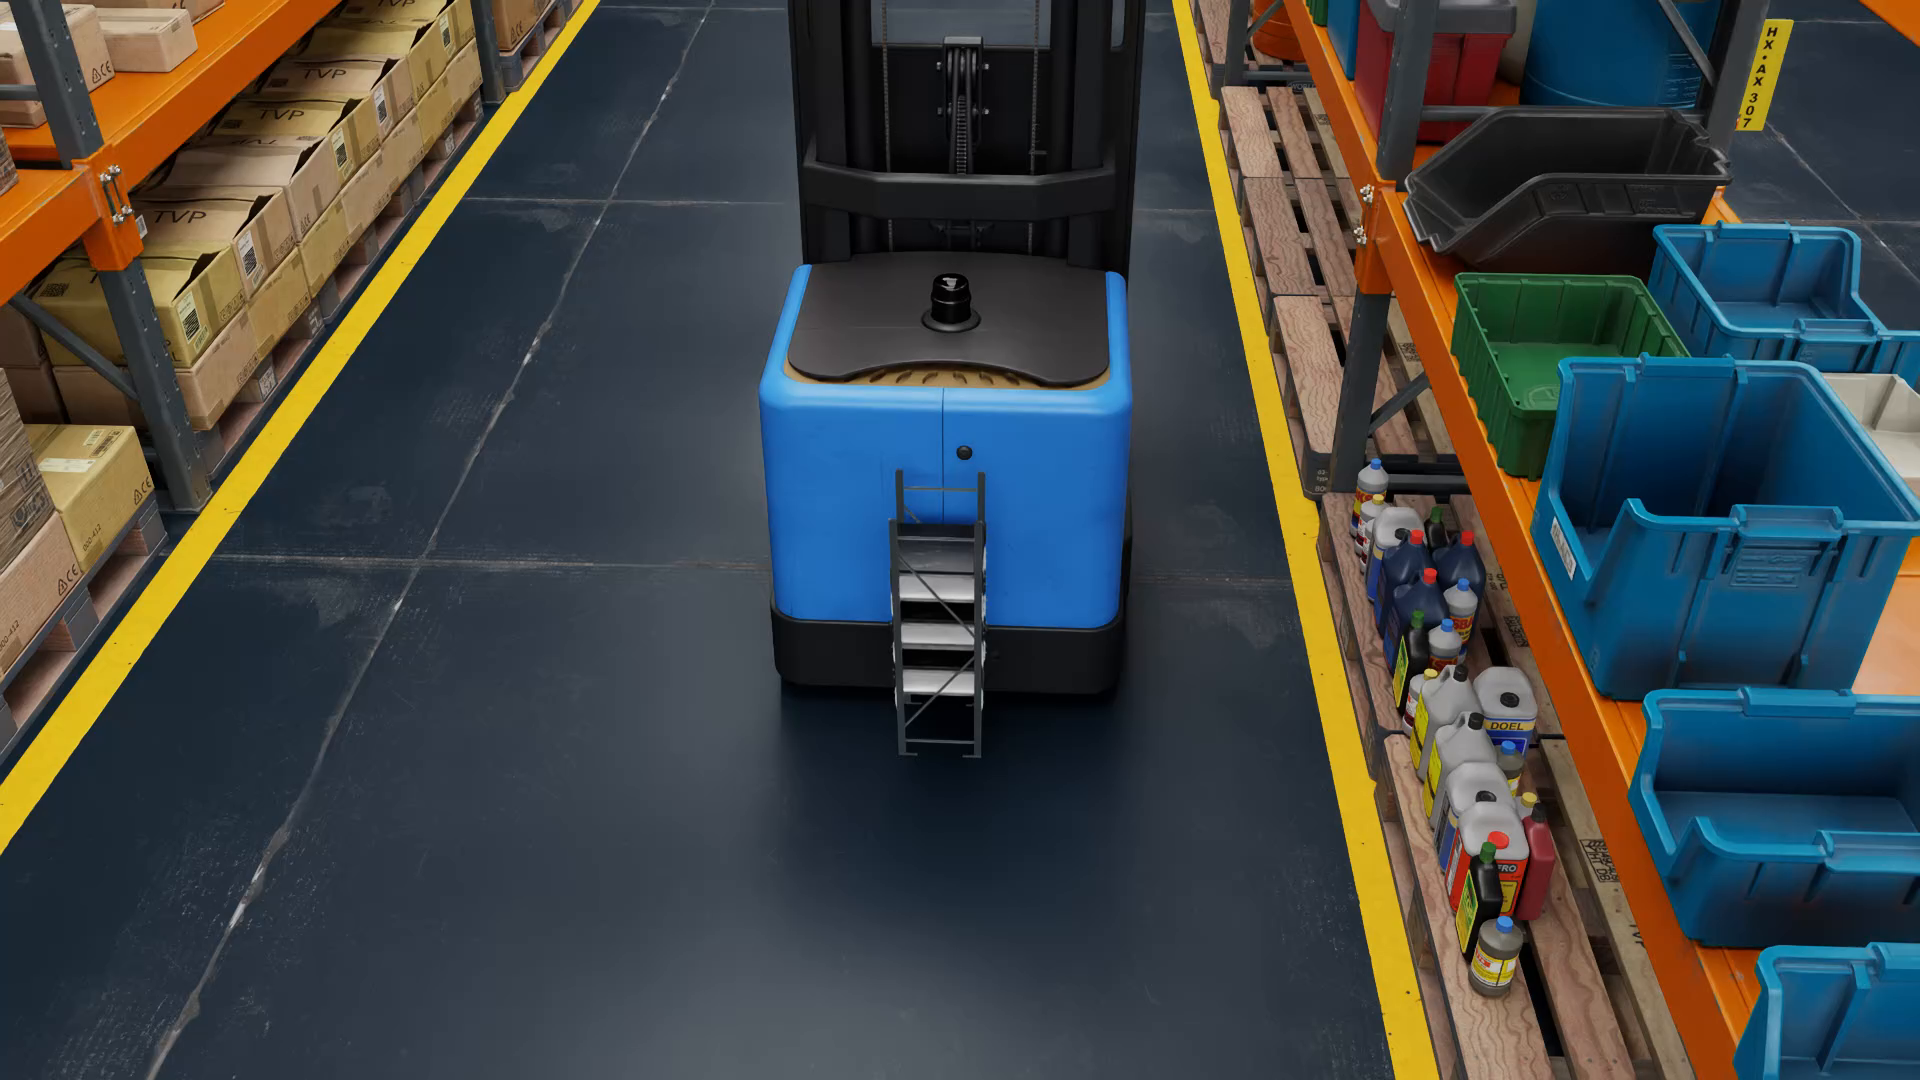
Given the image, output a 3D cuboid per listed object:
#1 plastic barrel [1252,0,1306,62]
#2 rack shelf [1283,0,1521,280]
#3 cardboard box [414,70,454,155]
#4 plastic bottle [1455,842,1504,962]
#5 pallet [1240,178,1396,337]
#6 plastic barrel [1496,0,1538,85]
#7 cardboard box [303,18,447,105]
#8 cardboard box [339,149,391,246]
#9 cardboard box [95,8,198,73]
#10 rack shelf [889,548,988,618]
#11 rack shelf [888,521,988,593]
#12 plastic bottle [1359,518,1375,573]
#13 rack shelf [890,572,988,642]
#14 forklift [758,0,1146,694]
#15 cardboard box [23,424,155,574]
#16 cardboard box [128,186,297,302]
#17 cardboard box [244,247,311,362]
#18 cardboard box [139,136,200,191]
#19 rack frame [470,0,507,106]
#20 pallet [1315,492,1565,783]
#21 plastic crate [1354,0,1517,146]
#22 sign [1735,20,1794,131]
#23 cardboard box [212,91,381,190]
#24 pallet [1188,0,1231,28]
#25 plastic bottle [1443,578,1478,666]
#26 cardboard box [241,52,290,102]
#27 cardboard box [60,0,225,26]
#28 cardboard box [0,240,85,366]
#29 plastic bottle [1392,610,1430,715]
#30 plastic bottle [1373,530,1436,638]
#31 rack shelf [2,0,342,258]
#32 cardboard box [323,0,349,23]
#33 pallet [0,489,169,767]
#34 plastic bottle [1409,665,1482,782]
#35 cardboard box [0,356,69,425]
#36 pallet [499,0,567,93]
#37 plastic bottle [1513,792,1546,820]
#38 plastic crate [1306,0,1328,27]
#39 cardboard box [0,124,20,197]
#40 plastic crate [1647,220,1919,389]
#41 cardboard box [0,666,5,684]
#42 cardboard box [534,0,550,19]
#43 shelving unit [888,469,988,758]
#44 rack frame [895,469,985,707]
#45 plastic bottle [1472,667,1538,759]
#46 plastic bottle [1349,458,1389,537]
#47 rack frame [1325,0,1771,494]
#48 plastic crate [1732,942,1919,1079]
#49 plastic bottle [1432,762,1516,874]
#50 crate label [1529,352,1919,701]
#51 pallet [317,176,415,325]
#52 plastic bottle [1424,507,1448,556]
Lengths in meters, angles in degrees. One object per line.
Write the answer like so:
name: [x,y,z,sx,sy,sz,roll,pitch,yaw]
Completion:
plastic barrel: [1.929,-3.111,9.091,0.600,0.830,0.708,1,35,2]
rack shelf: [1.846,-2.103,6.759,1.077,0.370,4.000,1,35,2]
cardboard box: [-2.818,-2.105,8.163,0.500,0.250,0.500,1,35,1]
plastic bottle: [1.227,0.849,3.913,0.061,0.283,0.133,2,35,3]
pallet: [1.805,-1.262,7.362,1.003,0.211,1.213,1,35,2]
plastic barrel: [2.023,-1.848,5.653,0.433,0.535,0.433,0,35,0]
cardboard box: [-2.812,-2.333,8.000,0.500,0.311,0.500,1,35,1]
cardboard box: [-2.859,-1.521,7.331,0.500,0.250,0.500,2,35,3]
cardboard box: [-2.944,-1.766,5.873,0.380,0.149,0.250,1,35,2]
rack shelf: [-0.056,0.113,4.538,0.258,0.077,0.200,2,41,2]
rack shelf: [-0.057,0.045,4.479,0.258,0.077,0.200,2,41,2]
plastic bottle: [1.307,0.007,5.183,0.097,0.201,0.097,0,35,0]
rack shelf: [-0.056,0.180,4.597,0.258,0.077,0.200,2,41,2]
forklift: [0.033,-1.561,5.422,1.130,2.935,3.031,2,35,2]
cardboard box: [-2.984,-0.140,5.366,0.500,0.250,0.500,1,35,2]
cardboard box: [-2.893,-1.160,6.330,0.500,0.311,0.500,1,35,1]
cardboard box: [-2.898,-0.931,6.492,0.500,0.250,0.500,2,35,3]
cardboard box: [-3.417,-1.466,6.765,0.500,0.311,0.500,1,35,2]
rack frame: [-3.023,-3.663,8.353,1.000,3.000,0.127,1,35,2]
pallet: [1.697,0.278,5.171,1.003,0.211,1.213,1,35,2]
plastic crate: [1.479,-1.559,5.304,0.402,0.464,0.583,1,35,2]
sign: [2.315,-1.342,4.810,0.100,0.325,0.005,1,35,2]
cardboard box: [-2.858,-1.756,7.178,0.500,0.311,0.500,2,35,3]
pallet: [1.968,-3.558,10.629,1.003,0.211,1.213,1,35,2]
plastic bottle: [1.433,0.229,4.806,0.097,0.271,0.097,0,35,0]
cardboard box: [-3.373,-2.050,7.596,0.500,0.311,0.500,0,35,1]
cardboard box: [-3.115,-2.149,6.112,0.500,0.500,0.500,4,35,5]
cardboard box: [-3.454,-0.880,5.932,0.500,0.311,0.500,1,35,2]
plastic bottle: [1.263,0.340,4.637,0.061,0.283,0.133,3,35,4]
plastic bottle: [1.318,0.110,4.906,0.144,0.351,0.185,2,35,3]
rack shelf: [-3.103,-2.219,6.924,1.077,0.370,4.000,1,35,2]
cardboard box: [-3.338,-2.645,8.443,0.500,0.311,0.500,2,35,3]
pallet: [-3.257,0.232,5.236,1.003,0.211,1.213,1,35,2]
plastic bottle: [1.294,0.463,4.404,0.144,0.351,0.185,1,35,2]
cardboard box: [-3.457,-0.656,6.101,0.500,0.250,0.500,1,35,1]
pallet: [-2.955,-2.950,9.764,1.003,0.211,1.213,1,35,2]
plastic bottle: [1.409,0.718,4.170,0.097,0.201,0.097,0,35,0]
plastic crate: [1.553,-2.168,6.411,0.450,0.188,0.662,1,35,2]
cardboard box: [-3.195,-1.150,4.691,0.700,0.500,0.500,0,35,1]
plastic crate: [1.992,-0.545,4.046,0.499,0.251,0.616,1,35,2]
cardboard box: [-3.019,0.435,4.549,0.500,0.250,0.500,1,35,2]
cardboard box: [-2.704,-3.376,9.736,0.500,0.500,0.500,0,35,0]
shelving unit: [-0.055,0.223,4.635,0.258,0.900,0.210,2,41,2]
rack frame: [-0.050,0.157,4.711,0.240,0.900,0.006,2,41,2]
plastic bottle: [1.443,0.482,4.441,0.152,0.276,0.135,1,35,2]
plastic bottle: [1.315,-0.139,5.329,0.097,0.271,0.097,0,35,0]
rack frame: [1.766,-1.248,4.917,1.000,3.000,0.127,1,35,2]
plastic crate: [1.326,0.817,2.109,0.499,0.251,0.616,1,35,2]
plastic bottle: [1.284,0.695,4.138,0.152,0.276,0.135,0,35,1]
crate label: [1.409,-0.028,3.150,0.502,0.435,0.616,1,35,2]
pallet: [-3.147,-1.350,7.488,1.003,0.211,1.213,1,35,2]
plastic bottle: [1.435,0.045,5.057,0.061,0.283,0.133,1,35,2]
